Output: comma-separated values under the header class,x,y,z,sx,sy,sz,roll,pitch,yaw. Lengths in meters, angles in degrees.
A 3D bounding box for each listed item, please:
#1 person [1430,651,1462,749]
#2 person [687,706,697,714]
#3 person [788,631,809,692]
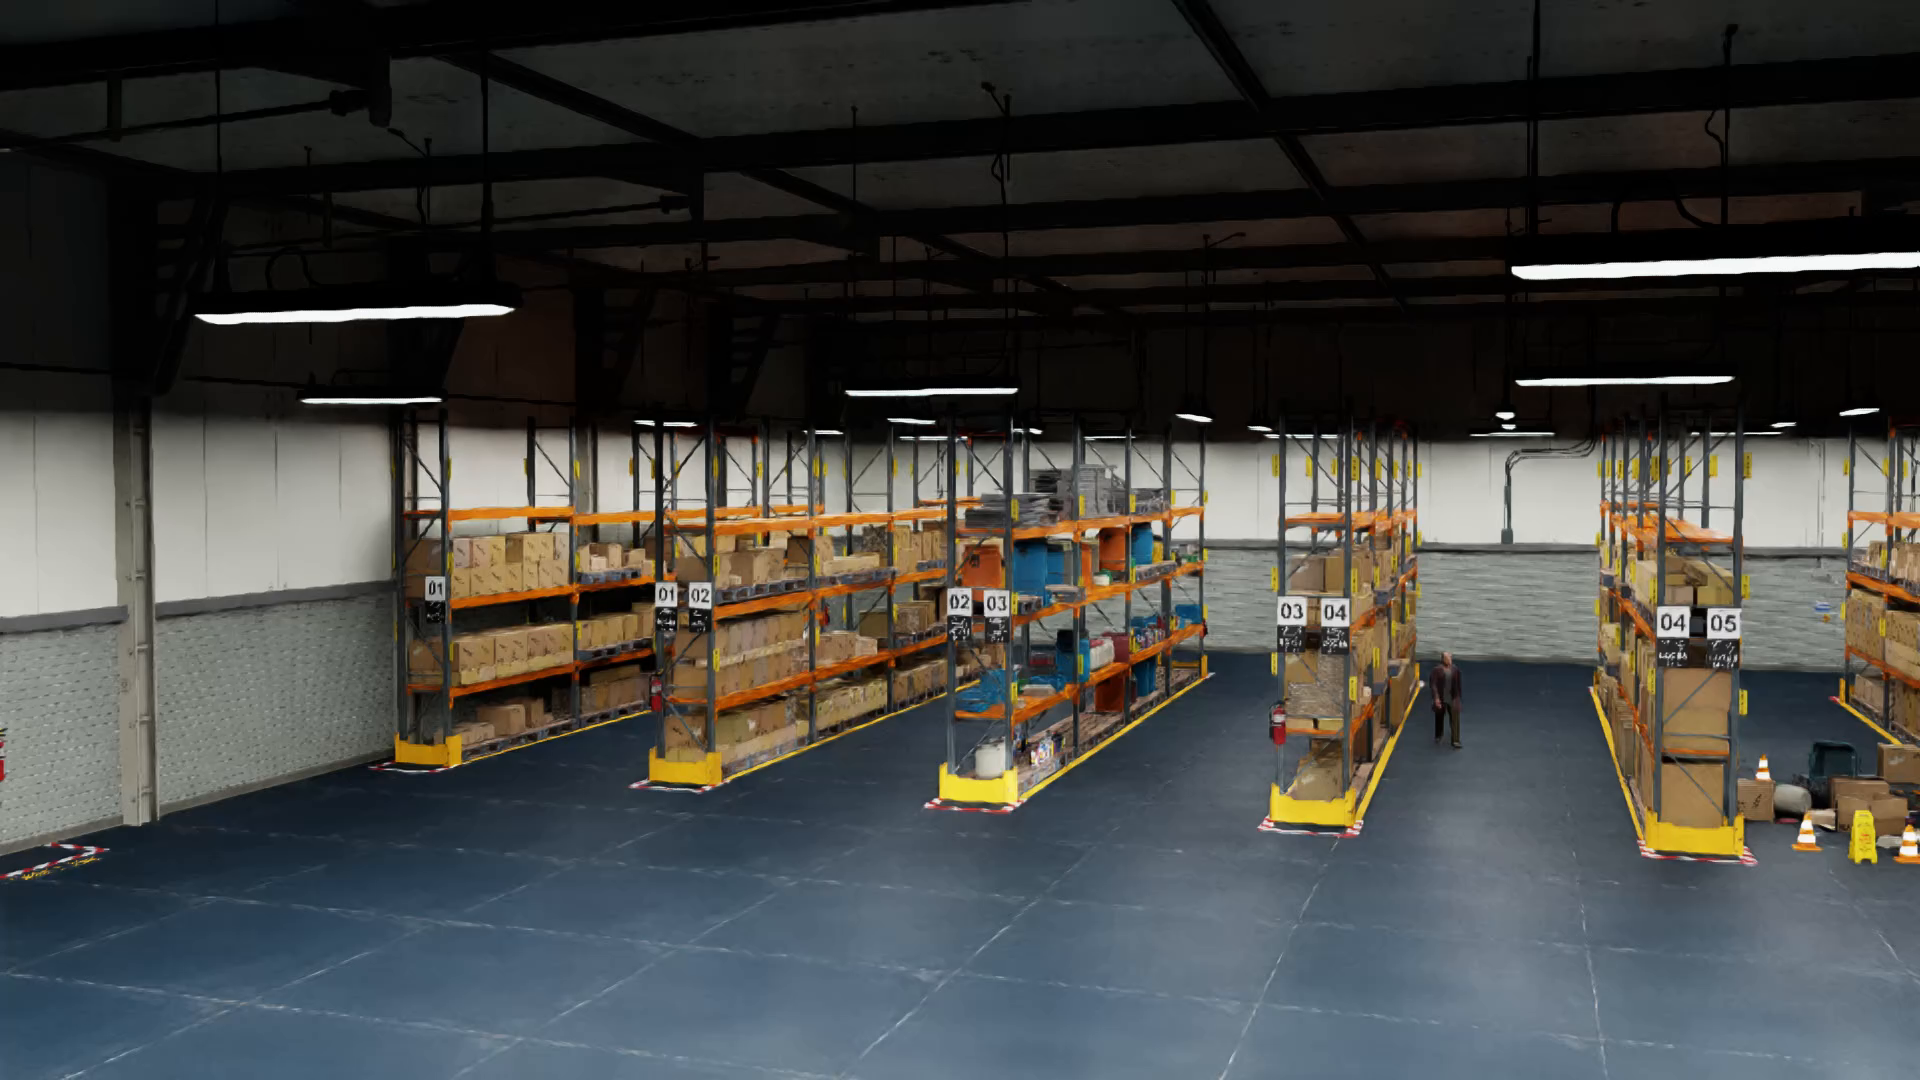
class,x,y,z,sx,sy,sz,roll,pitch,yaw
person,8.698,2.850,29.787,0.571,1.714,1.103,0,2,10
person,-4.889,2.839,30.640,0.408,1.679,0.538,-1,3,-13
person,-3.591,2.694,37.335,0.443,1.402,0.998,1,3,18
